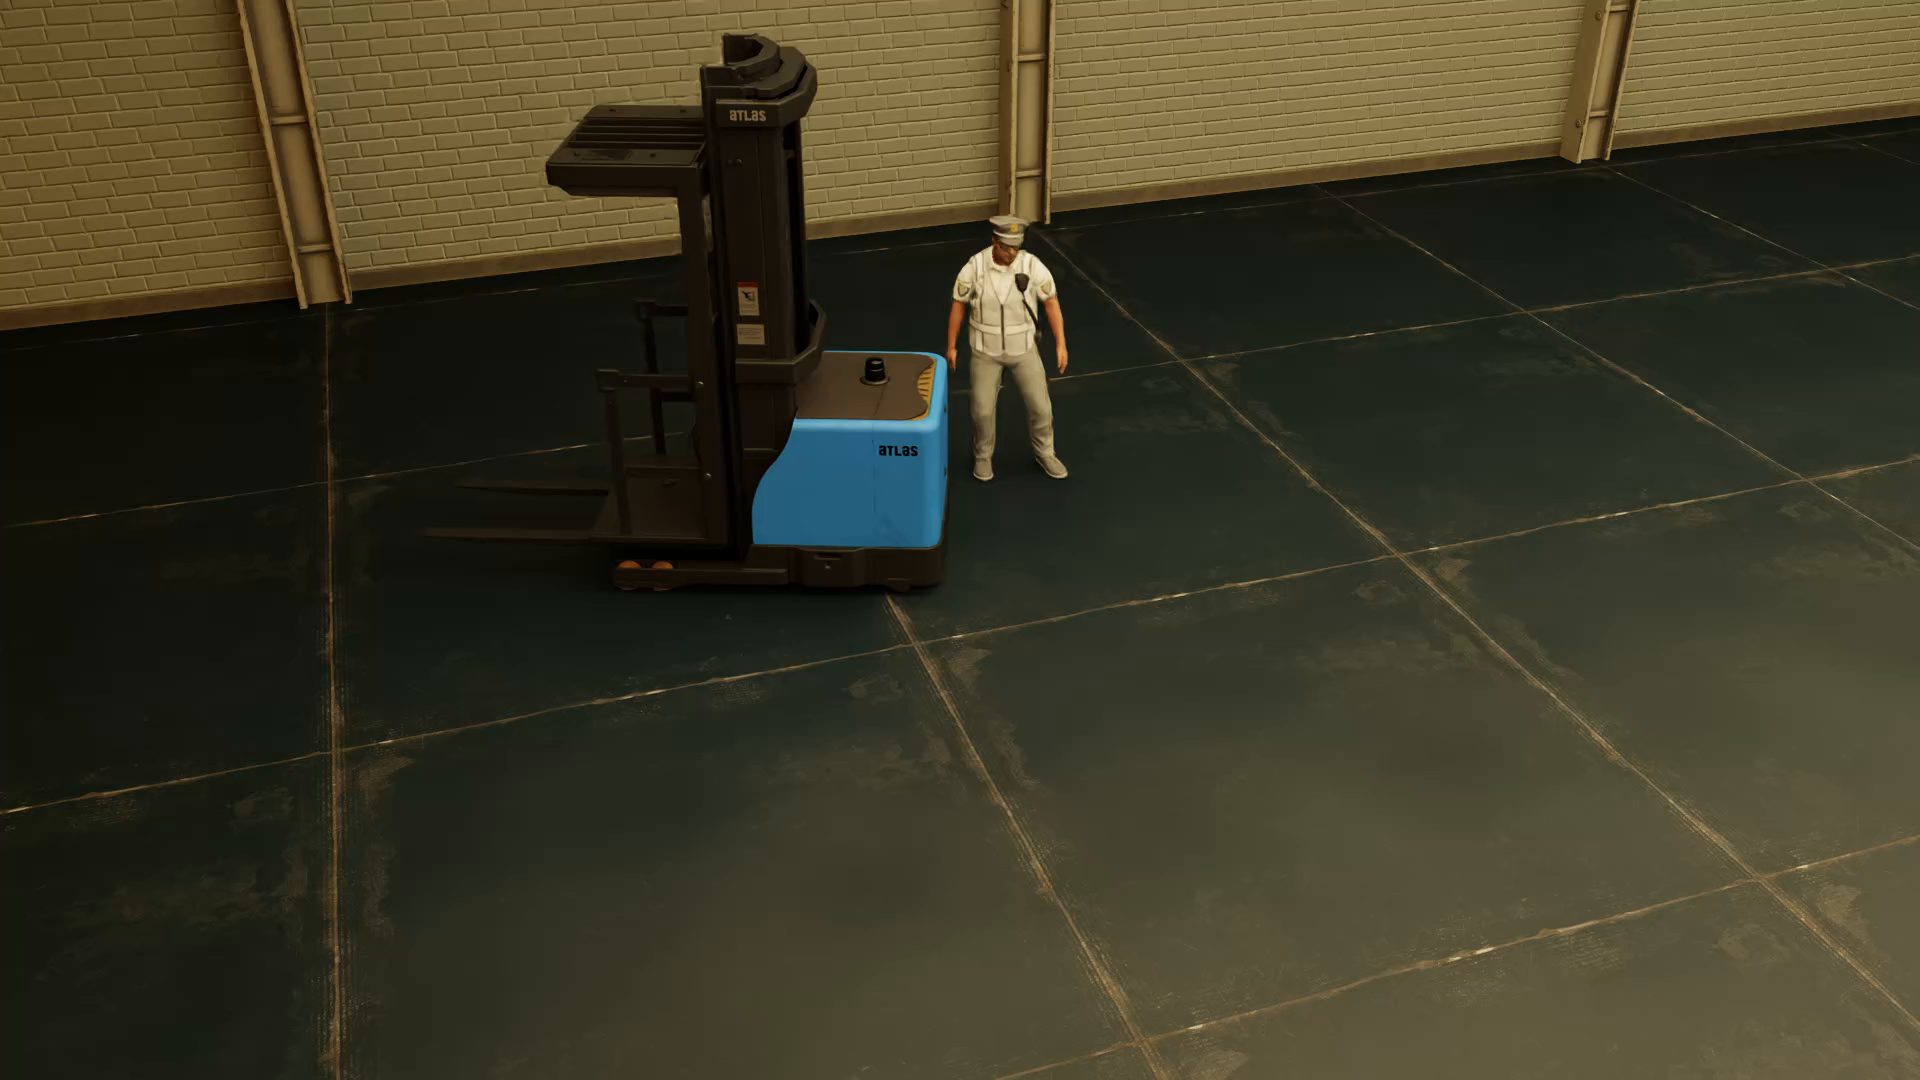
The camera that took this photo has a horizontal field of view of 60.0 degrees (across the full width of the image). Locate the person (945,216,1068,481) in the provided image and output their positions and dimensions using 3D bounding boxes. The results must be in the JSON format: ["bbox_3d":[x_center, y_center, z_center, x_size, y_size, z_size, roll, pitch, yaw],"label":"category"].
[{"bbox_3d":[0.303,-1.209,10.396,0.790,1.728,0.384,0,30,1],"label":"person"}]

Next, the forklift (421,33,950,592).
[{"bbox_3d":[-1.594,-1.240,9.242,3.031,2.935,1.130,1,30,2],"label":"forklift"}]
